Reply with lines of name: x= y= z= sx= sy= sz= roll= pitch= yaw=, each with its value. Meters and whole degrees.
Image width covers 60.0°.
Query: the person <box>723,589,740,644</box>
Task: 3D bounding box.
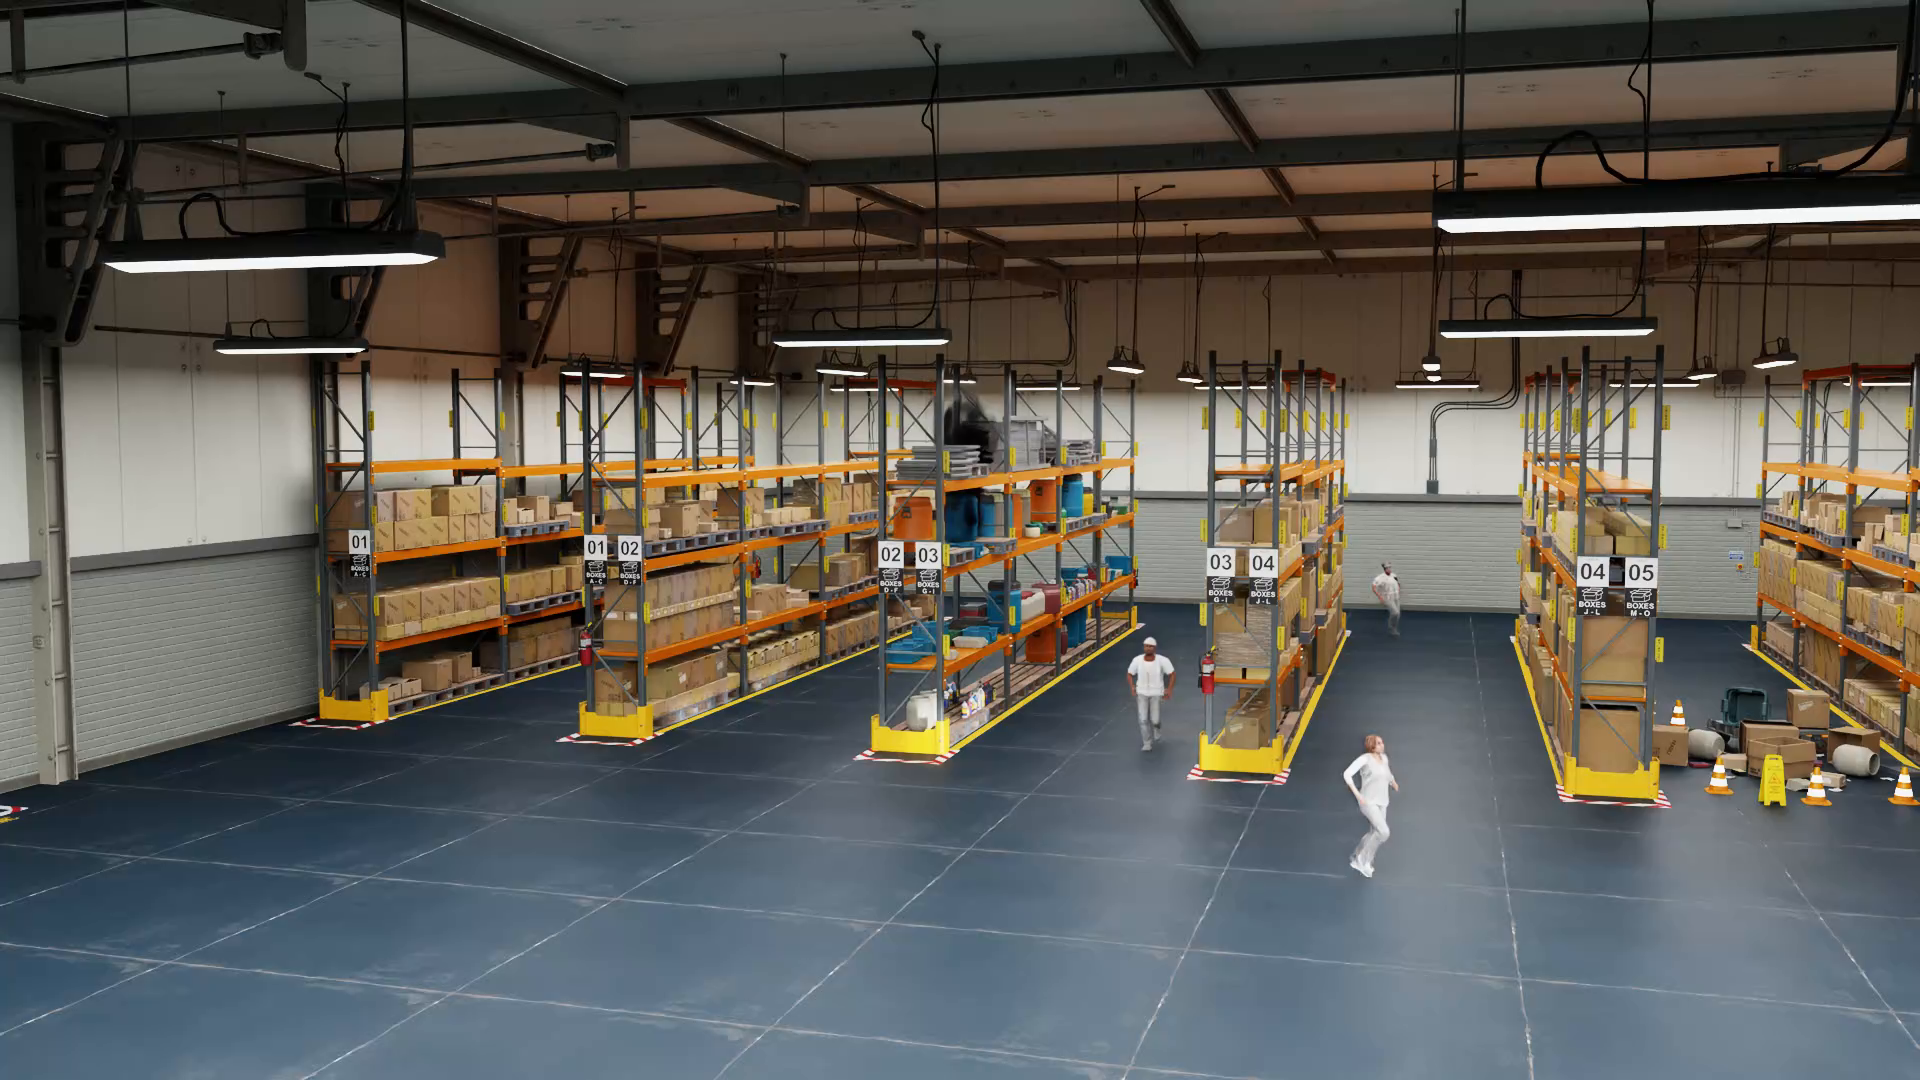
person: x=-4.979 y=1.621 z=35.821 sx=0.587 sy=1.658 sz=0.752 roll=1 pitch=4 yaw=12

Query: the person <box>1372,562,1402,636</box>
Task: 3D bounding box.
person: x=10.051 y=1.379 z=38.845 sx=0.720 sy=1.748 sz=0.601 roll=-2 pitch=4 yaw=-24

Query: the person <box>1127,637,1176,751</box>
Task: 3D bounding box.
person: x=2.905 y=2.331 z=25.343 sx=0.747 sy=1.722 sz=0.616 roll=1 pitch=4 yaw=15

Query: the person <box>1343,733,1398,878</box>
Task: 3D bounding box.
person: x=4.533 y=2.902 z=18.220 sx=0.593 sy=1.577 sz=0.557 roll=-3 pitch=5 yaw=-36
